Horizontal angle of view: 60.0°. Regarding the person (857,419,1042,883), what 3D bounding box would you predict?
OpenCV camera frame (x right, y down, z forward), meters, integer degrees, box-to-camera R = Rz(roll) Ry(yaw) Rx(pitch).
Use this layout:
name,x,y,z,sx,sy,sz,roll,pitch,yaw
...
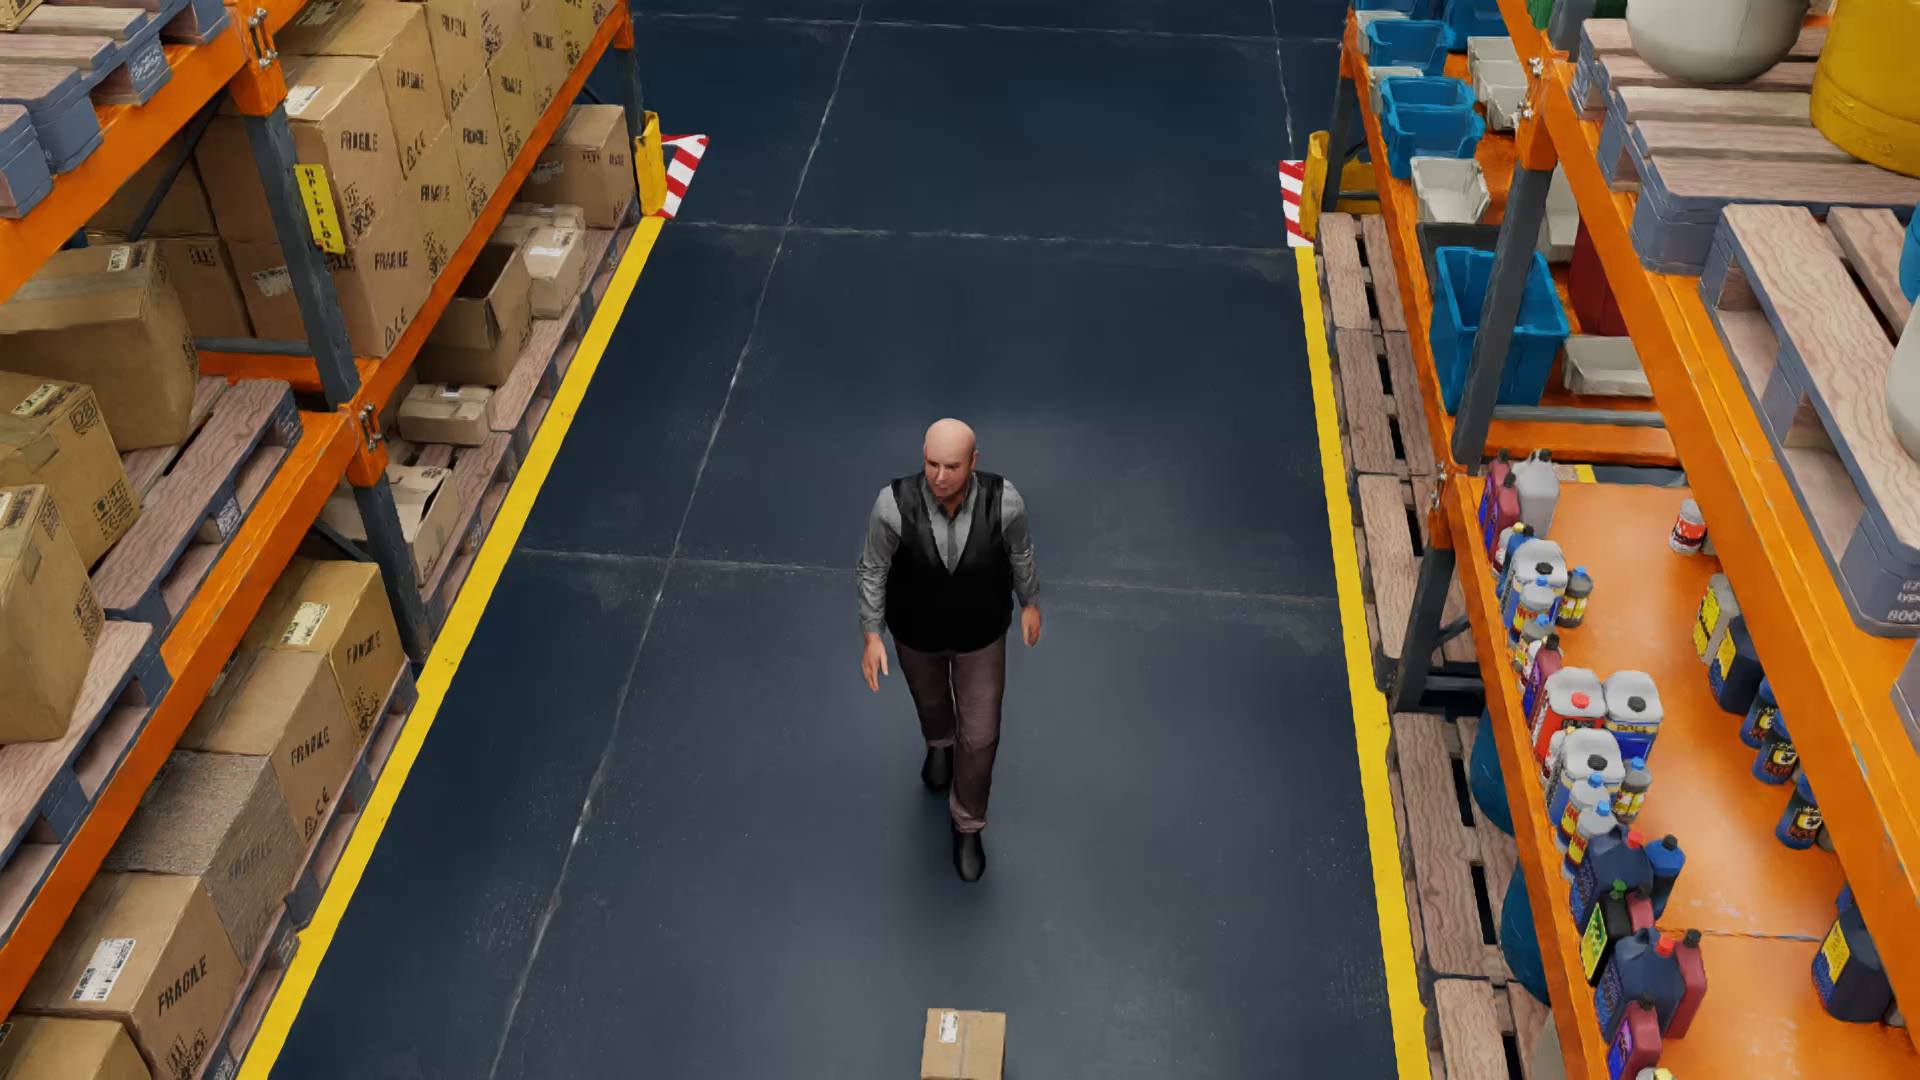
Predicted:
name,x,y,z,sx,sy,sz,roll,pitch,yaw
person,-0.029,0.360,5.768,0.642,1.745,0.739,0,40,-1
